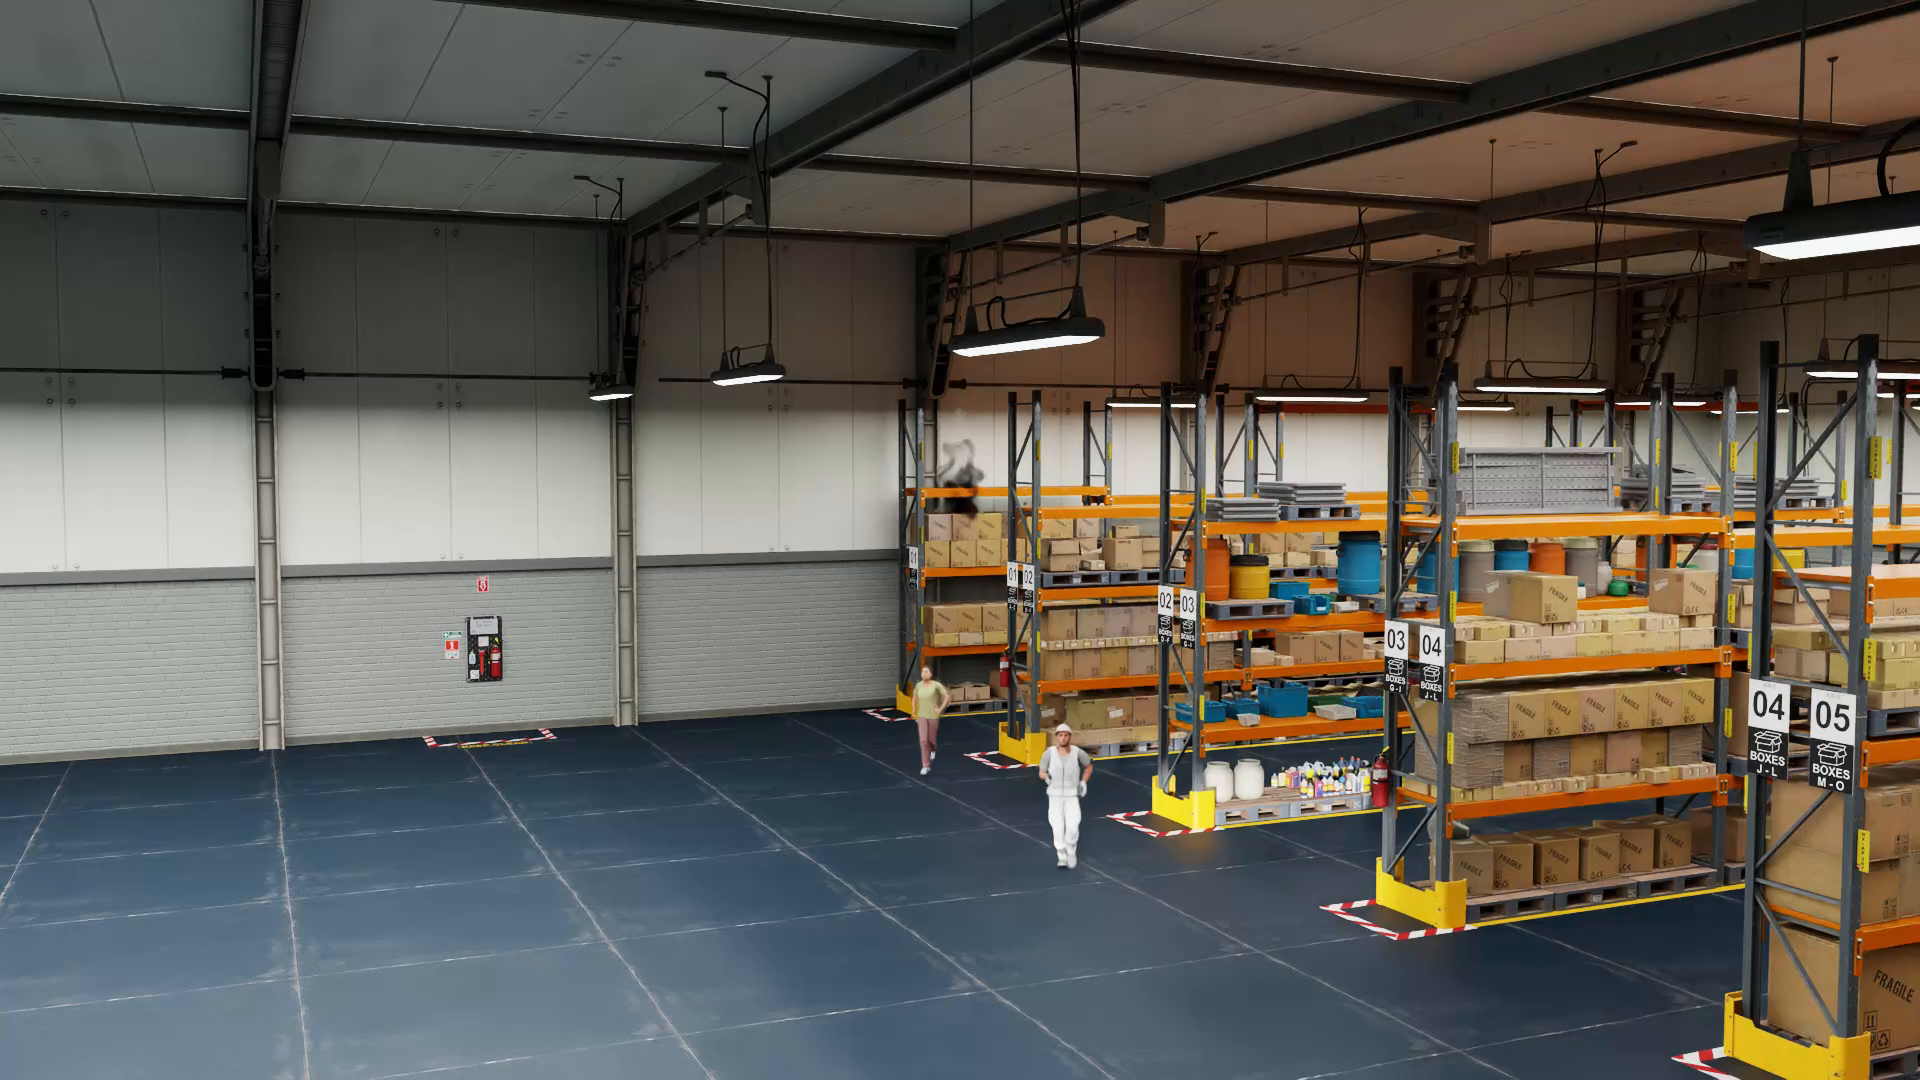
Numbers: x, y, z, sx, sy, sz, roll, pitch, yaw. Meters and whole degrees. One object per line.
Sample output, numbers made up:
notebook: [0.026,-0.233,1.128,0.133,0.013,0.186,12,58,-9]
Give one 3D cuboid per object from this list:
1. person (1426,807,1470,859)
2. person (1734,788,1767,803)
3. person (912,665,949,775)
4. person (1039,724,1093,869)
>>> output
person: [6.038,3.140,20.635,0.646,1.621,0.565,-2,4,-36]
person: [10.694,2.986,22.672,0.586,1.681,0.638,-1,4,-23]
person: [-0.464,2.755,25.782,0.593,1.665,0.760,1,3,15]
person: [1.259,3.101,20.022,0.639,1.759,0.612,0,3,8]
